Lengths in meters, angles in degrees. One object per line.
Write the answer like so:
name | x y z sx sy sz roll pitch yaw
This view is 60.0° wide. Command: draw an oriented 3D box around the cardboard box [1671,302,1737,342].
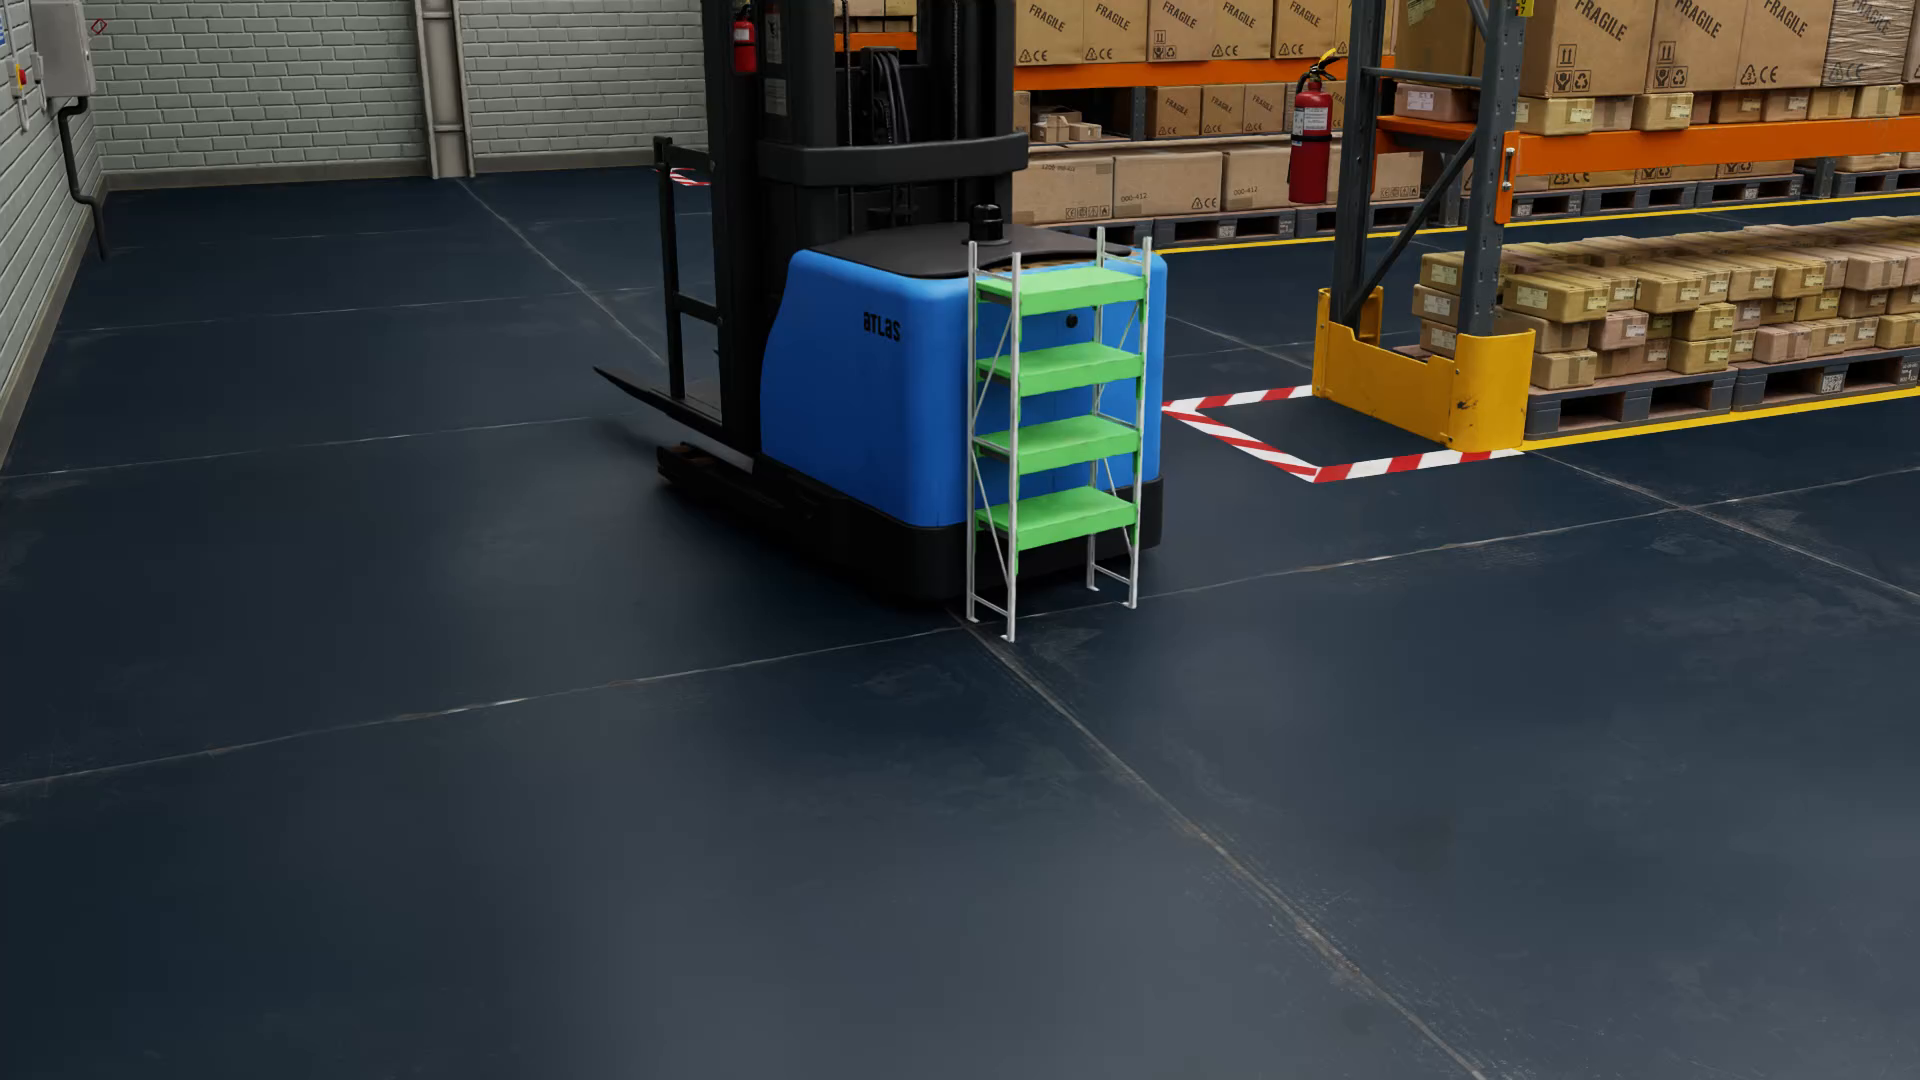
cardboard box | 3.321 -1.030 7.644 0.250 0.149 0.380 -7 21 -20

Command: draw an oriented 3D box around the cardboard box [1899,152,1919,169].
cardboard box | 8.486 -3.645 15.183 0.625 0.372 0.950 -9 21 -23

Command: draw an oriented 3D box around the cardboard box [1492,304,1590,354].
cardboard box | 2.579 -0.951 7.420 0.250 0.149 0.380 -7 21 -20

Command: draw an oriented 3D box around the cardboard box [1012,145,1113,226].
cardboard box | 0.509 -2.570 12.031 0.875 0.438 0.875 -9 21 -24

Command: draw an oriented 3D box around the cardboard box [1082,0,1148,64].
cardboard box | 0.951 -3.561 11.469 0.500 0.500 0.500 -8 21 -23

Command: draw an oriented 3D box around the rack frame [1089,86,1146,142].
rack frame | 1.646 -5.503 17.134 0.127 3.000 1.000 -8 21 -22

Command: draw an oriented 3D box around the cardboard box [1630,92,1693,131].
cardboard box | 2.909 -1.857 7.156 0.250 0.149 0.380 -9 21 -23

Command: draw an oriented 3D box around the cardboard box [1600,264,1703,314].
cardboard box | 3.100 -1.134 7.489 0.250 0.149 0.380 -8 21 -22

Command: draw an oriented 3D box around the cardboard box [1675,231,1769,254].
cardboard box | 3.826 -1.447 8.381 0.250 0.149 0.380 -8 21 -22

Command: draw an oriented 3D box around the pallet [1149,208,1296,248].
pallet | 1.765 -2.436 12.624 1.213 0.211 1.003 -8 21 -22

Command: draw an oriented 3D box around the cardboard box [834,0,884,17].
cardboard box | -1.040 -5.090 15.740 0.500 0.250 0.500 -8 21 -21

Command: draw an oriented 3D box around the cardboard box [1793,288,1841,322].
cardboard box | 4.012 -1.175 8.055 0.250 0.149 0.380 -7 21 -19

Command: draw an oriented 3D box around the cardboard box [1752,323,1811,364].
cardboard box | 3.776 -0.955 7.878 0.250 0.149 0.380 -9 21 -25

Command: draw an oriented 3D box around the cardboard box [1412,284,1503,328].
cardboard box | 2.368 -1.117 7.891 0.250 0.149 0.380 -9 21 -23

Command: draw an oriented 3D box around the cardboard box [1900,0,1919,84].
cardboard box | 4.403 -2.398 7.718 0.500 0.500 0.500 -8 21 -22

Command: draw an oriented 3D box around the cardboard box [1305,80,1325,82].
cardboard box | 3.737 -5.046 17.991 0.250 0.149 0.380 -9 21 -25

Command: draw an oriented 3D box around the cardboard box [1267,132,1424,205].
cardboard box | 2.997 -2.929 13.051 0.875 0.438 0.875 -8 21 -23

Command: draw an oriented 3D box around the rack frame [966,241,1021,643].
rack frame | 0.097 -0.282 5.016 0.015 1.200 0.240 -13 23 -32

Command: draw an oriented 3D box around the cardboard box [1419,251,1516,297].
cardboard box | 2.382 -1.248 7.815 0.250 0.149 0.380 -8 21 -21

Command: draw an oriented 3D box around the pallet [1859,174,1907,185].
pallet | 9.125 -3.462 15.537 1.213 0.211 1.003 -8 21 -22

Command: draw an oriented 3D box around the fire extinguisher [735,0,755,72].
fire extinguisher | -1.978 -4.604 15.259 0.183 0.674 0.296 -8 21 -22

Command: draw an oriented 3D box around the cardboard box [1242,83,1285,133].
cardboard box | 3.125 -4.654 17.855 0.500 0.500 0.500 -9 21 -24

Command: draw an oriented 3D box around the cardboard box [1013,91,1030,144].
cardboard box | 0.326 -4.284 16.805 0.500 0.500 0.700 -9 21 -24

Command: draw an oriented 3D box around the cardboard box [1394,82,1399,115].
cardboard box | 4.552 -4.864 18.452 0.500 0.500 0.500 -8 21 -23

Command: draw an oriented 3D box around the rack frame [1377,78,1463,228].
rack frame | 3.616 -3.990 12.836 0.127 3.000 1.000 -8 21 -22

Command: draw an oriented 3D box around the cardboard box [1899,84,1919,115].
cardboard box | 4.299 -2.093 7.829 0.250 0.149 0.380 -8 21 -23

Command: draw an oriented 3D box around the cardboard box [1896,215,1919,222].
cardboard box | 5.271 -1.645 8.943 0.250 0.149 0.380 -7 21 -20

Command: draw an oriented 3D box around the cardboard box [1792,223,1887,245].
cardboard box | 4.552 -1.538 8.637 0.250 0.149 0.380 -9 21 -23

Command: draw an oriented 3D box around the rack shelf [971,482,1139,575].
rack shelf | 0.297 -0.042 5.248 0.480 0.148 0.258 -13 23 -32

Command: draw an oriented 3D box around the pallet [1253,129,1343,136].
pallet | 3.500 -4.468 18.393 1.213 0.211 1.003 -8 21 -22

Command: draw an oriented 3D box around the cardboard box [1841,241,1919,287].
cardboard box | 4.520 -1.346 8.094 0.250 0.149 0.380 -9 21 -25

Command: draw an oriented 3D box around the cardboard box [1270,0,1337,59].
cardboard box | 2.365 -3.758 12.028 0.500 0.500 0.500 -8 21 -23

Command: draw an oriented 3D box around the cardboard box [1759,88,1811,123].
cardboard box | 3.590 -1.984 7.520 0.250 0.149 0.380 -9 21 -23

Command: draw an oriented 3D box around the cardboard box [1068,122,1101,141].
cardboard box | 1.251 -4.193 17.075 0.250 0.149 0.380 -9 21 -24

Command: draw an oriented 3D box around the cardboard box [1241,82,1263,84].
cardboard box | 3.027 -4.953 17.727 0.250 0.149 0.380 -8 21 -22

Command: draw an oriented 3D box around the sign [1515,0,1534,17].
sign | 2.212 -2.210 6.479 0.005 0.325 0.100 -8 21 -22

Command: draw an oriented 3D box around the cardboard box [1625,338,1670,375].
cardboard box | 3.038 -0.886 7.682 0.250 0.149 0.380 -8 21 -21

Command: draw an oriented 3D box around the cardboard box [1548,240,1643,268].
cardboard box | 3.086 -1.351 8.107 0.250 0.149 0.380 -9 21 -24

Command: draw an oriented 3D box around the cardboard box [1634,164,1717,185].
cardboard box | 5.801 -3.530 14.098 0.875 0.875 0.875 -8 21 -21

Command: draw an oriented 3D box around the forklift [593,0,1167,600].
forklift | -0.548 -1.622 6.216 1.130 2.935 3.031 -13 23 -32

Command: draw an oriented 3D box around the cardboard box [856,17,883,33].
cardboard box | -0.917 -4.925 15.871 0.250 0.149 0.380 -7 21 -20

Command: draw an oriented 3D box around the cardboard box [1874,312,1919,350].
cardboard box | 4.494 -1.055 8.162 0.250 0.149 0.380 -8 21 -22

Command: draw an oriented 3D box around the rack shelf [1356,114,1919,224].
rack shelf | 3.833 -1.891 7.959 4.000 0.370 1.077 -8 21 -22

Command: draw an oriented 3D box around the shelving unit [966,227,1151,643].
shelving unit | 0.298 -0.328 5.146 0.503 1.200 0.258 -13 23 -32

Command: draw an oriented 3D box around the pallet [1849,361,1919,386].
pallet | 5.067 -1.079 8.768 1.213 0.211 1.003 -8 21 -22

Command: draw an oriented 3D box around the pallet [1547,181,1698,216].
pallet | 5.416 -2.961 14.112 1.213 0.211 1.003 -8 21 -22

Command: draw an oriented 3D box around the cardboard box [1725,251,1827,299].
cardboard box | 3.813 -1.246 7.808 0.250 0.149 0.380 -8 21 -21

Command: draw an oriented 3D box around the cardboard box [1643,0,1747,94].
cardboard box | 3.000 -2.208 7.177 0.500 0.500 0.500 -8 21 -22

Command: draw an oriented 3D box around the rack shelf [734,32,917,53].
rack shelf | -0.190 -4.900 16.506 4.000 0.370 1.077 -8 21 -22
